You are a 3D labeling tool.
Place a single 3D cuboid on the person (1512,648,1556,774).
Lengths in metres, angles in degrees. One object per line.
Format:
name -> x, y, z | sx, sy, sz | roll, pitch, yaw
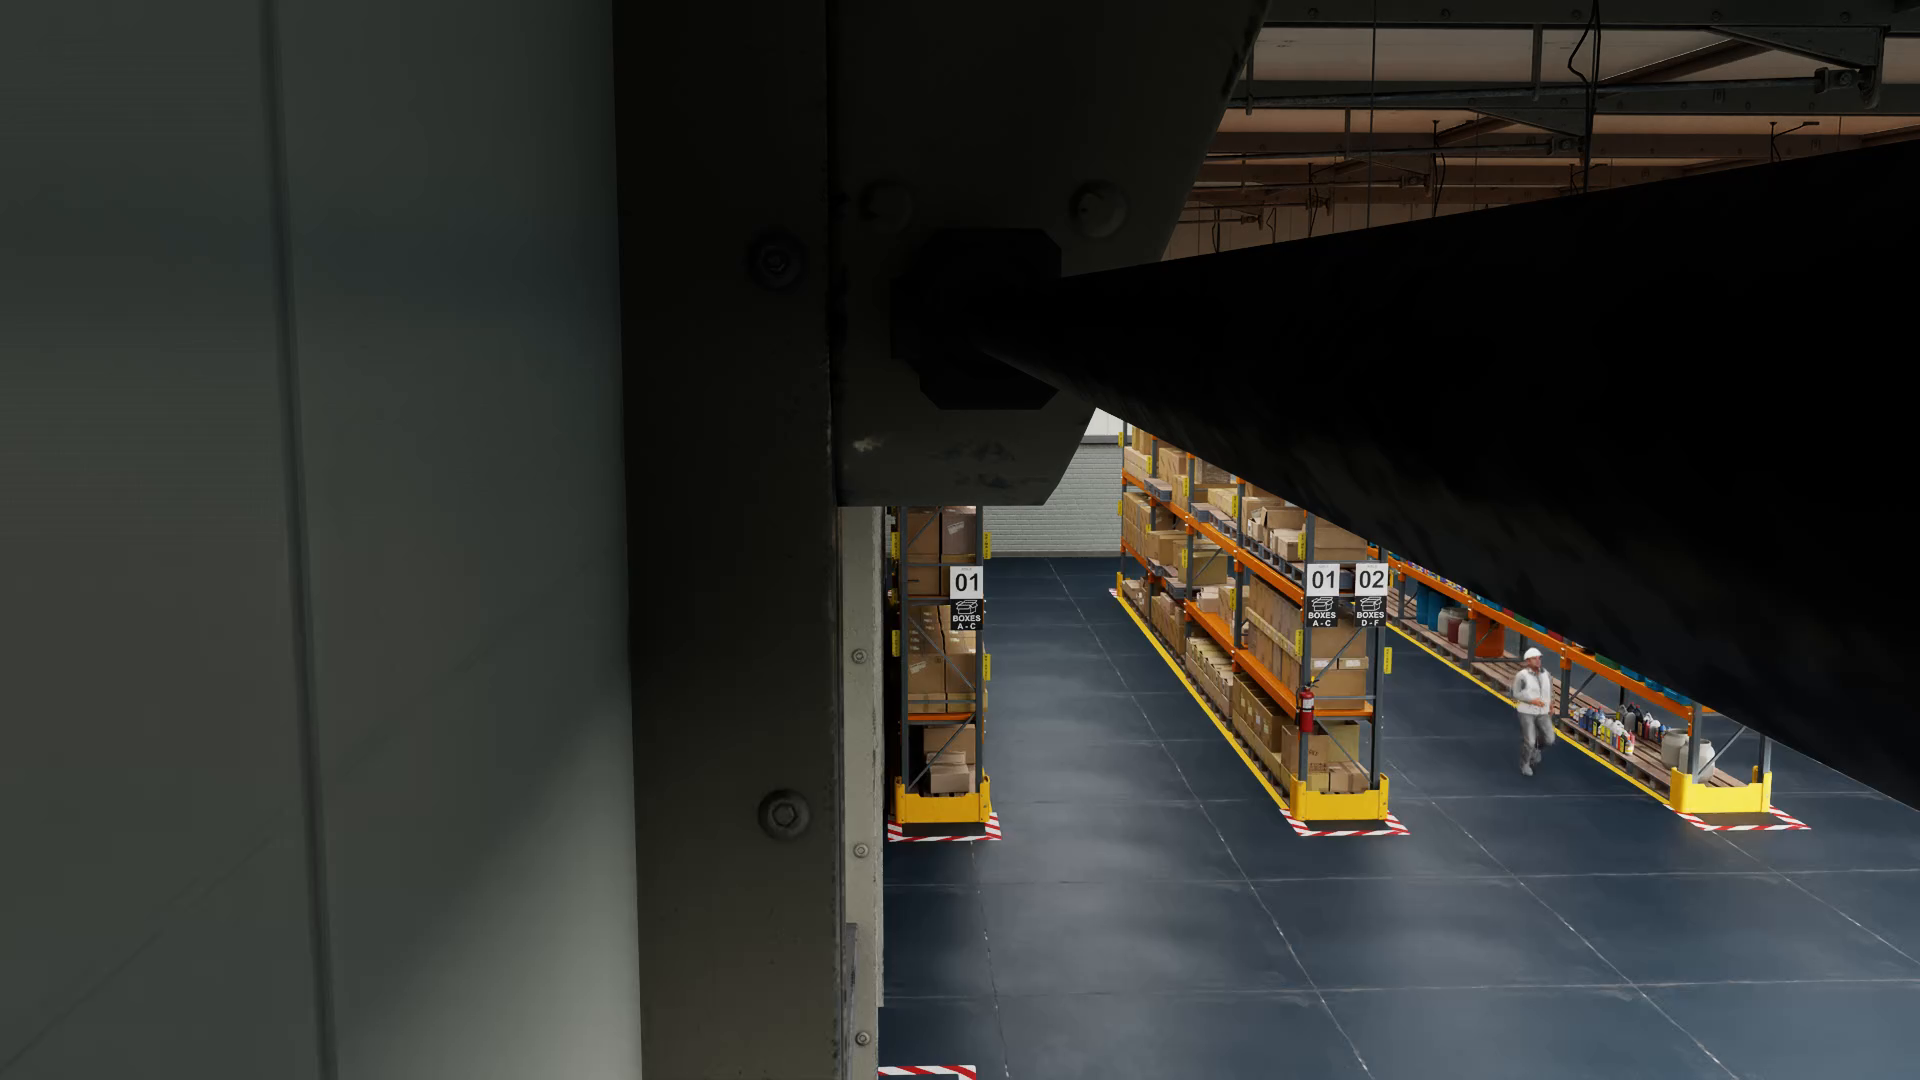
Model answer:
person -> 7.813, 2.333, 22.520 | 0.669, 1.735, 0.591 | -2, 8, -12
